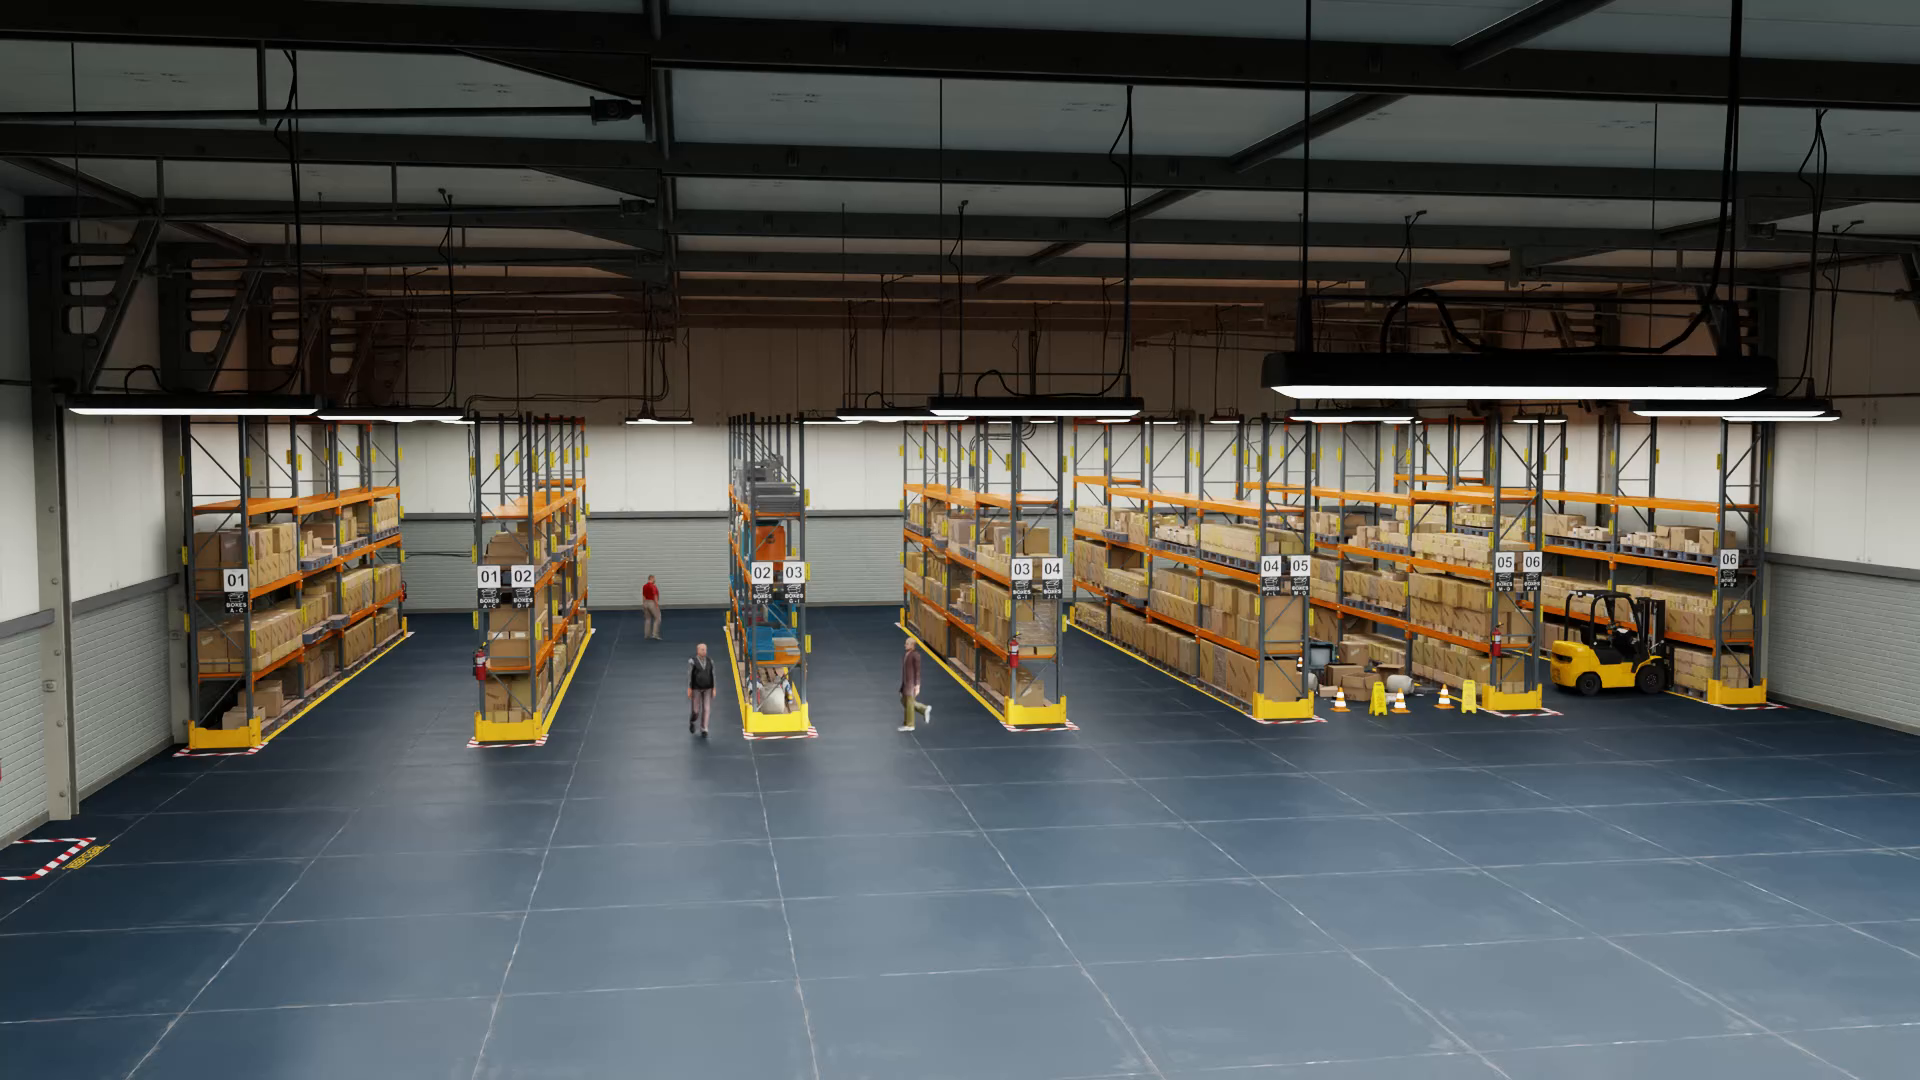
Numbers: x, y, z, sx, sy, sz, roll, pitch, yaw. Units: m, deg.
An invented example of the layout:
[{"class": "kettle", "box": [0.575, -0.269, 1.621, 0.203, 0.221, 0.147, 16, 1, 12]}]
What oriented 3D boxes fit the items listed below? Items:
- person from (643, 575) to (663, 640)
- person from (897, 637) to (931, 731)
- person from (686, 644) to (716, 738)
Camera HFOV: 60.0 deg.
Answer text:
[{"class": "person", "box": [-8.339, 1.833, 44.888, 0.628, 1.788, 0.392, 3, 5, 39]}, {"class": "person", "box": [-0.871, 2.702, 31.381, 0.746, 1.762, 0.661, -2, 4, -22]}, {"class": "person", "box": [-4.778, 2.773, 30.724, 0.551, 1.709, 0.614, -2, 4, -24]}]
